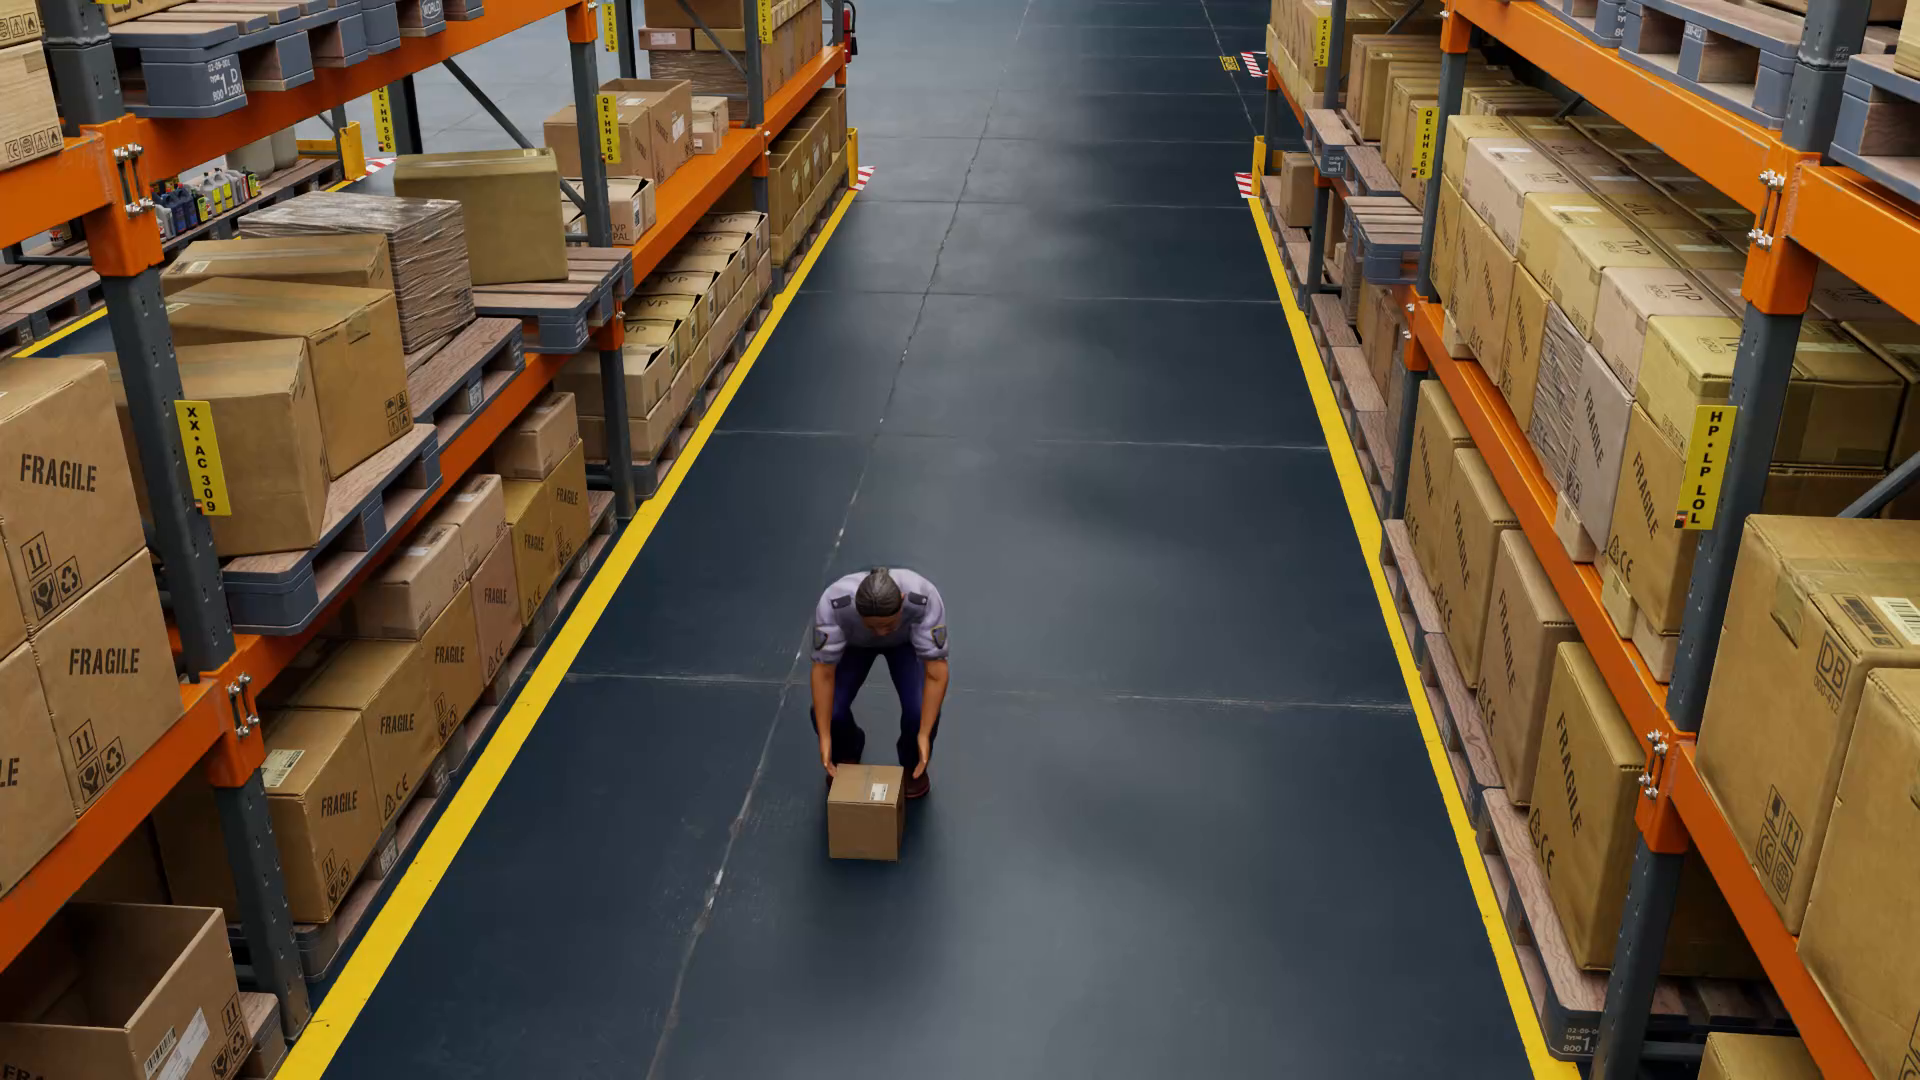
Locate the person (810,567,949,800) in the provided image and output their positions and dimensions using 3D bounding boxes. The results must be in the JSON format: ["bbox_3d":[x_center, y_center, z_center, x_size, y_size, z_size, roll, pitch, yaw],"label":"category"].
[{"bbox_3d":[-0.294,0.478,6.295,0.532,1.060,0.785,2,25,4],"label":"person"}]
